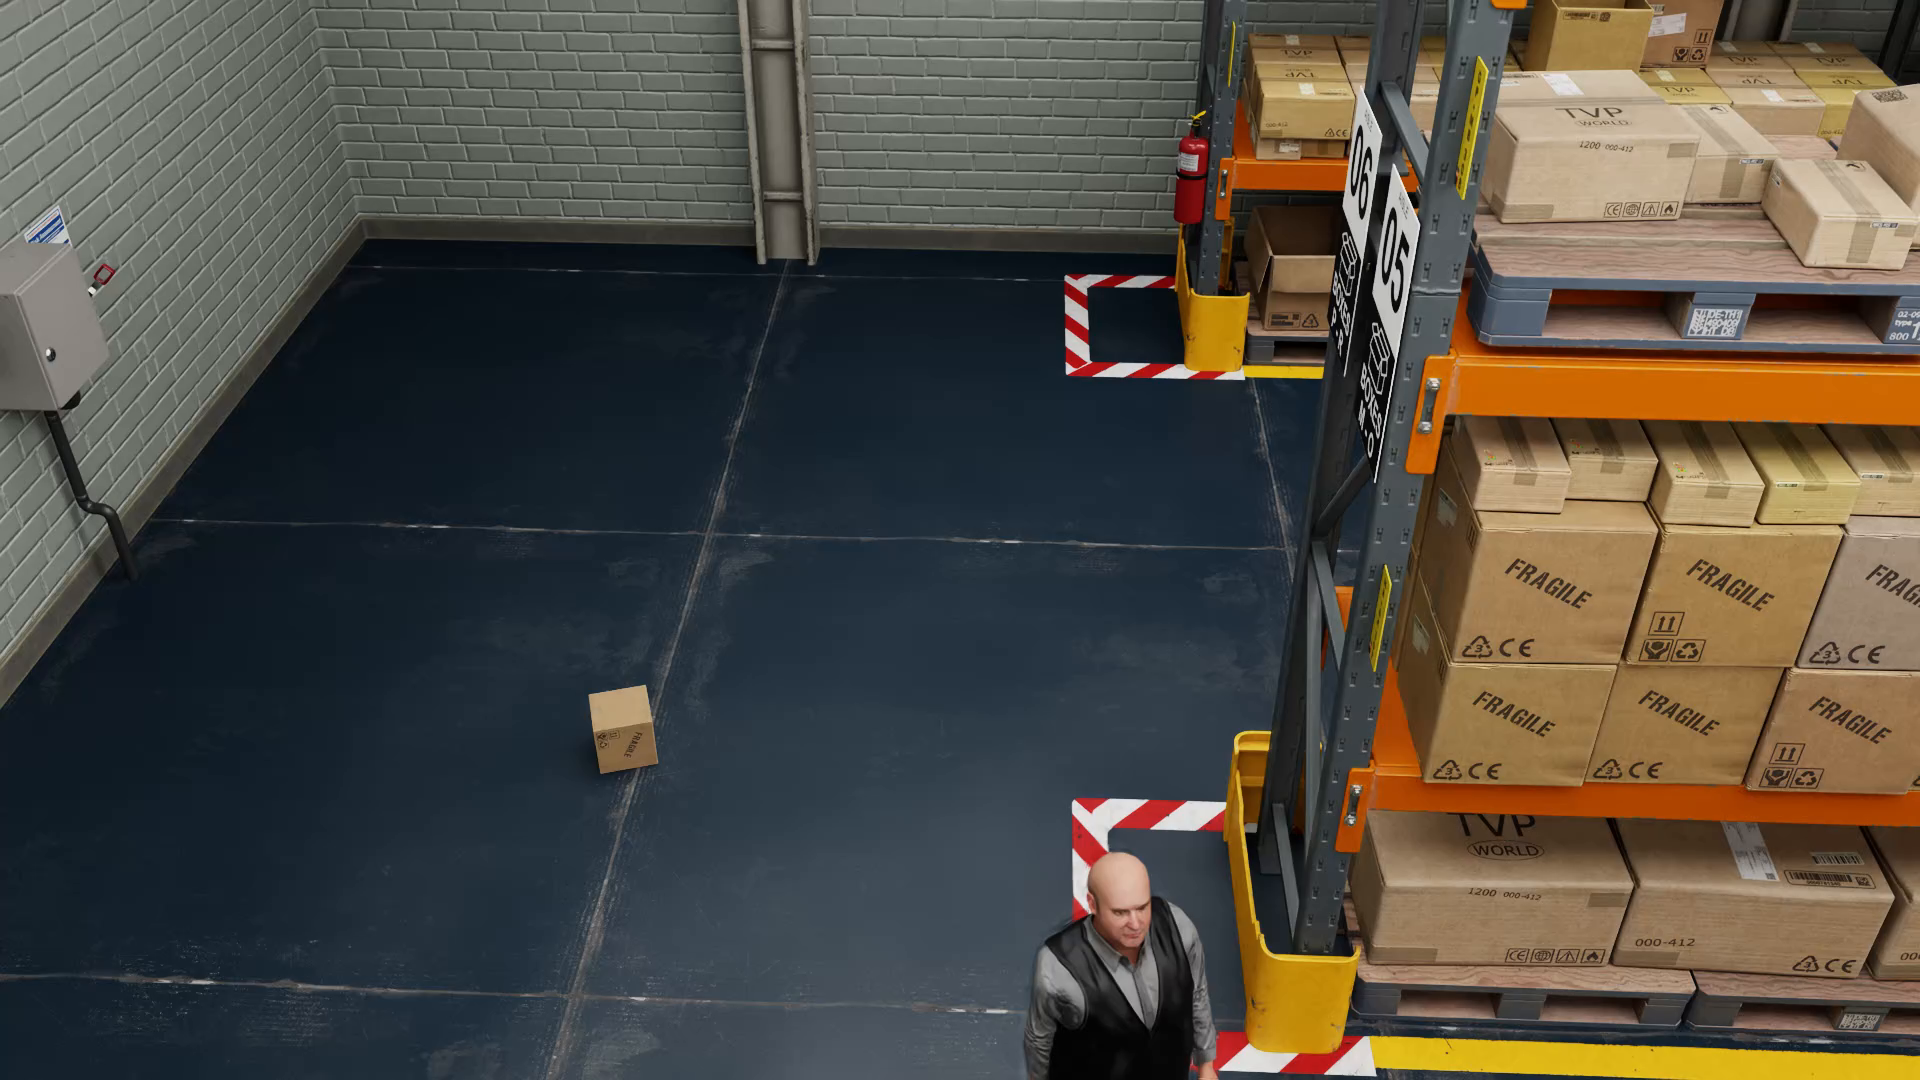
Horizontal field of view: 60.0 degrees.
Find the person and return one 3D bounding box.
[{"bbox_3d":[0.485,1.587,4.912,0.537,1.679,0.998,-19,39,-24],"label":"person"}]
